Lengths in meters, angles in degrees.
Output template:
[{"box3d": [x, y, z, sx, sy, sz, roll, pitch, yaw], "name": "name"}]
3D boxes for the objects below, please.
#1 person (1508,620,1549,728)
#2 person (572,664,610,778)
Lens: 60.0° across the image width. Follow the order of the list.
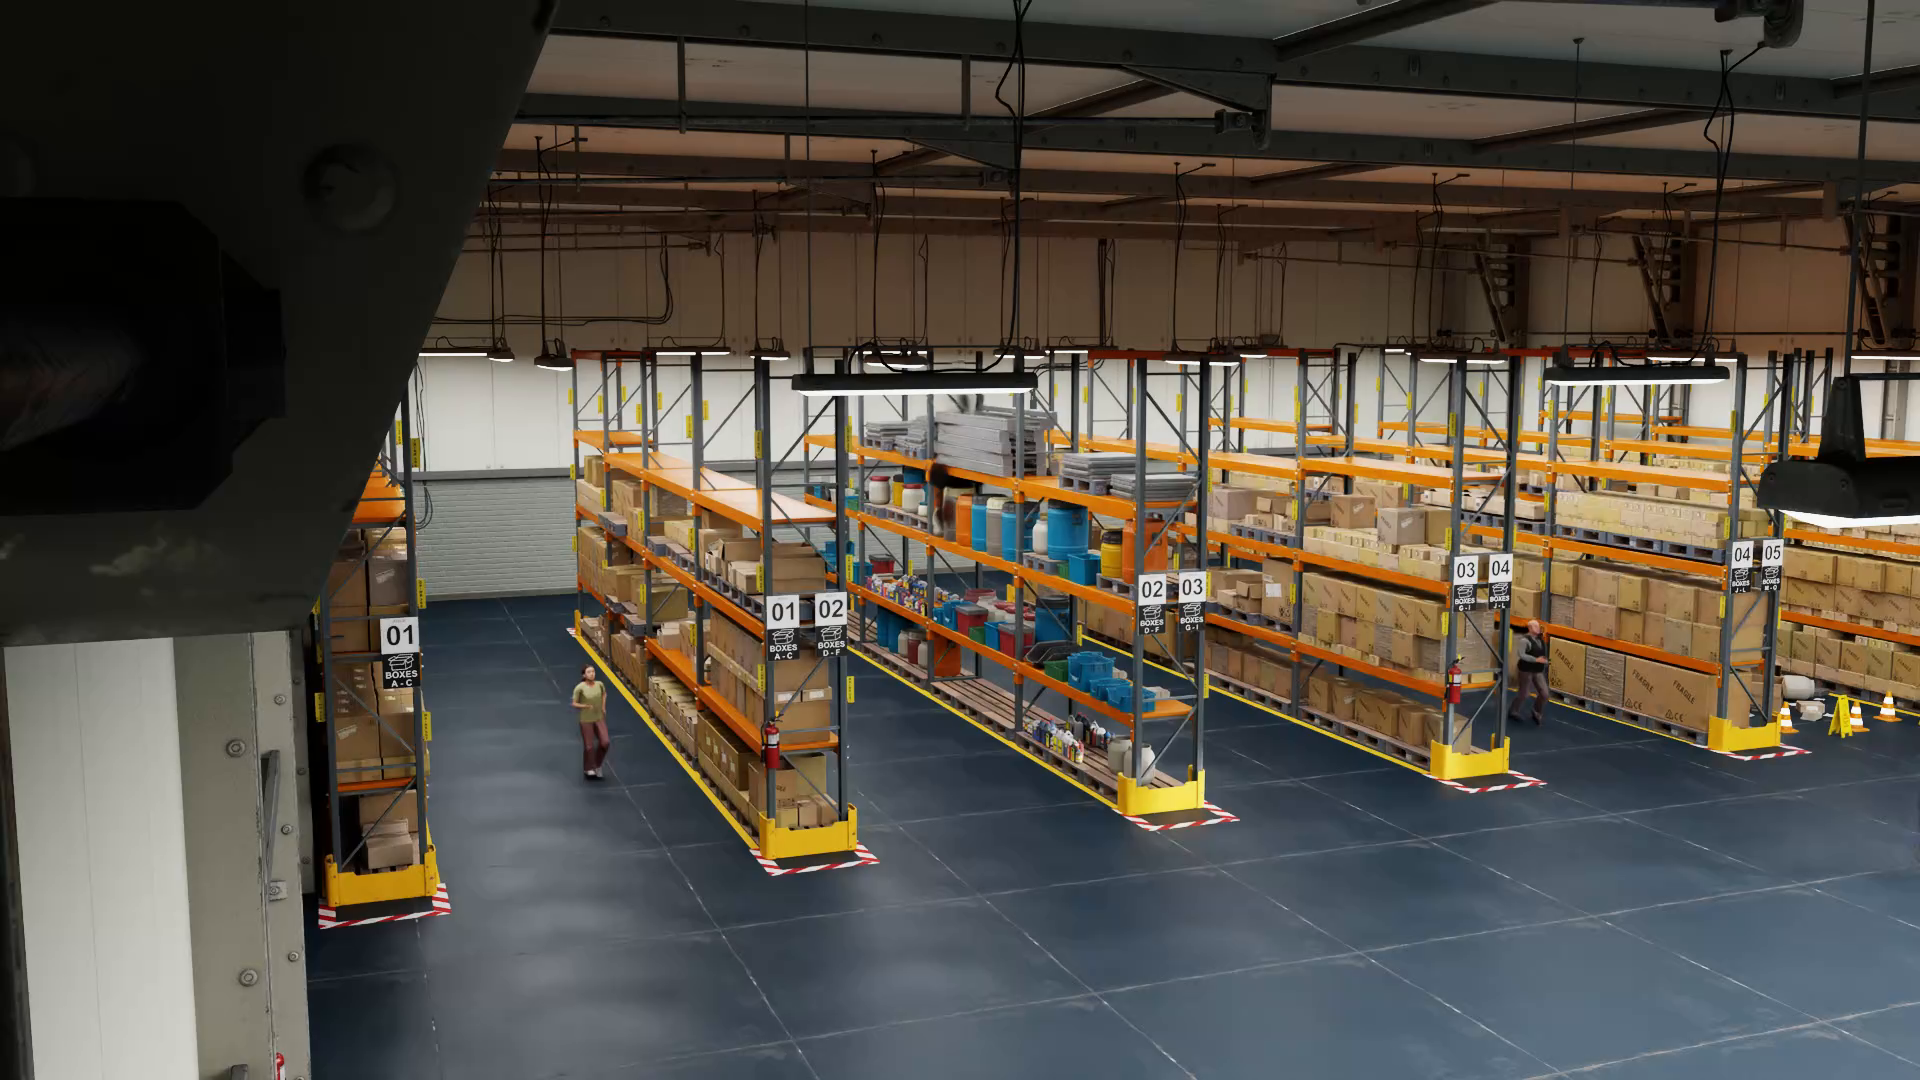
[{"box3d": [9.214, 2.174, 26.806, 0.675, 1.795, 0.748, -4, 8, -30], "name": "person"}, {"box3d": [-5.210, 2.580, 23.609, 0.562, 1.656, 0.595, -4, 8, -31], "name": "person"}]
